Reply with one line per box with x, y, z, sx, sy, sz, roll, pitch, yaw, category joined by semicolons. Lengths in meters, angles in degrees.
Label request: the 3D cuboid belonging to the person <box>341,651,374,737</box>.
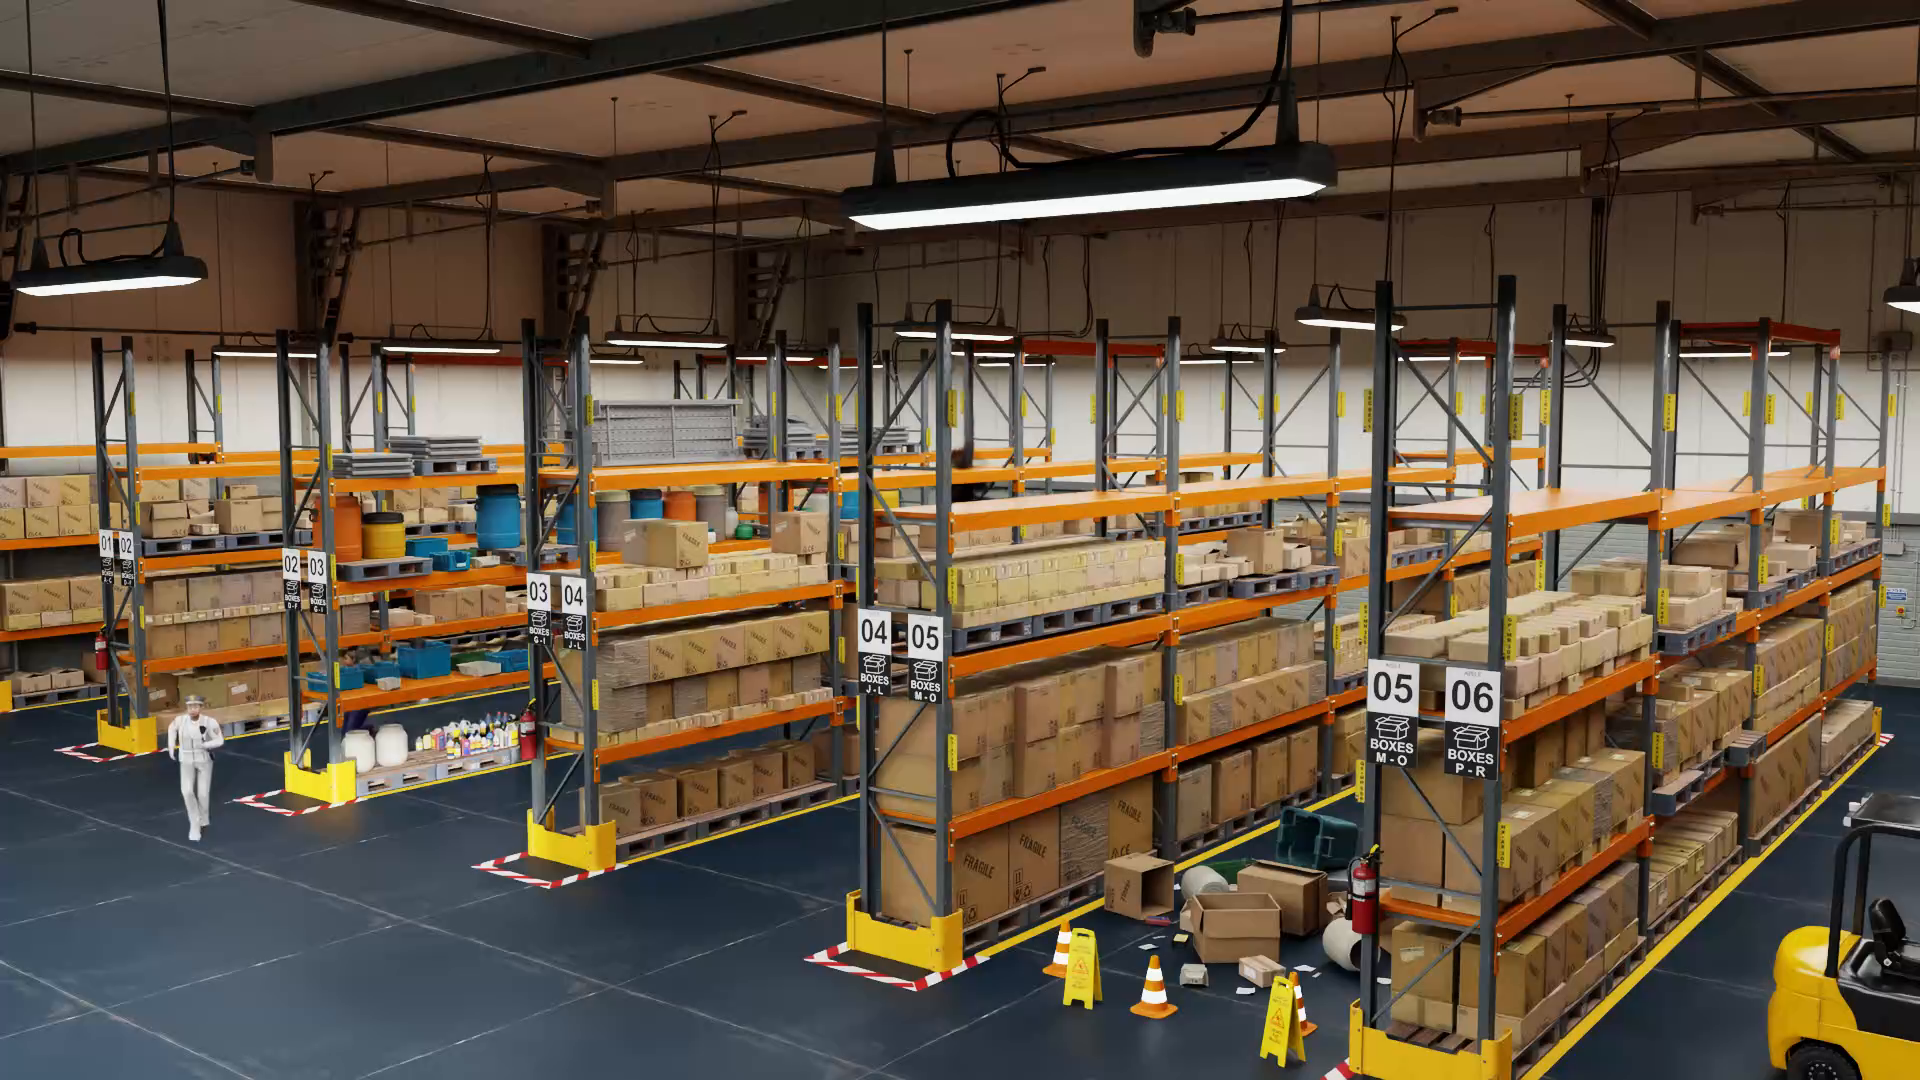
-8.543;2.350;23.473;0.644;1.605;0.647;3;6;33;person

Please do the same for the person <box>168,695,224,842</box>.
-8.958;2.633;19.519;0.636;1.719;0.822;-1;5;-16;person
